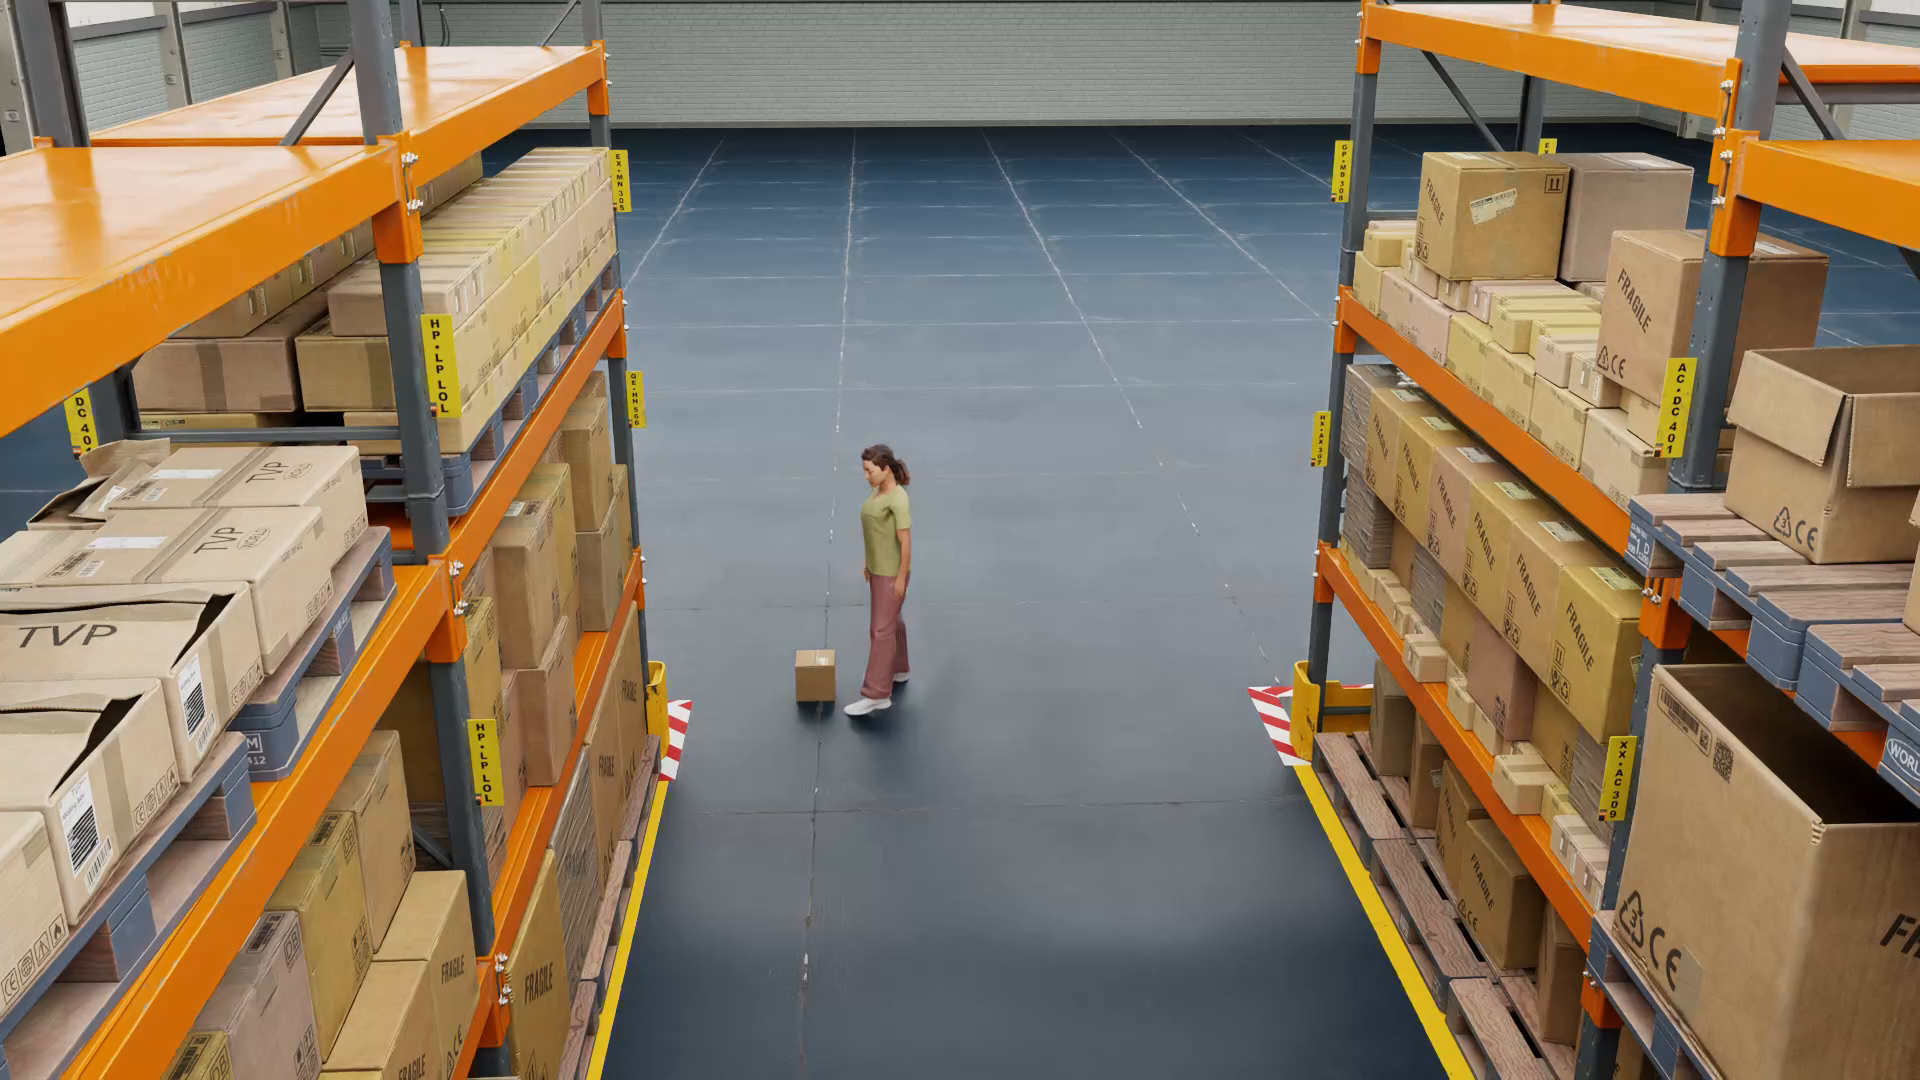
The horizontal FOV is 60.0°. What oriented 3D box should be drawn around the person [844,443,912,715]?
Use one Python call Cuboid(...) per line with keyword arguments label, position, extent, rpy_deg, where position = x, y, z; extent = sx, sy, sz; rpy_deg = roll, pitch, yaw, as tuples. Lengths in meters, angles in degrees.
Cuboid(label="person", position=(-0.537, 0.221, 10.459), extent=(0.561, 1.671, 0.551), rpy_deg=(-7, 22, -19))
